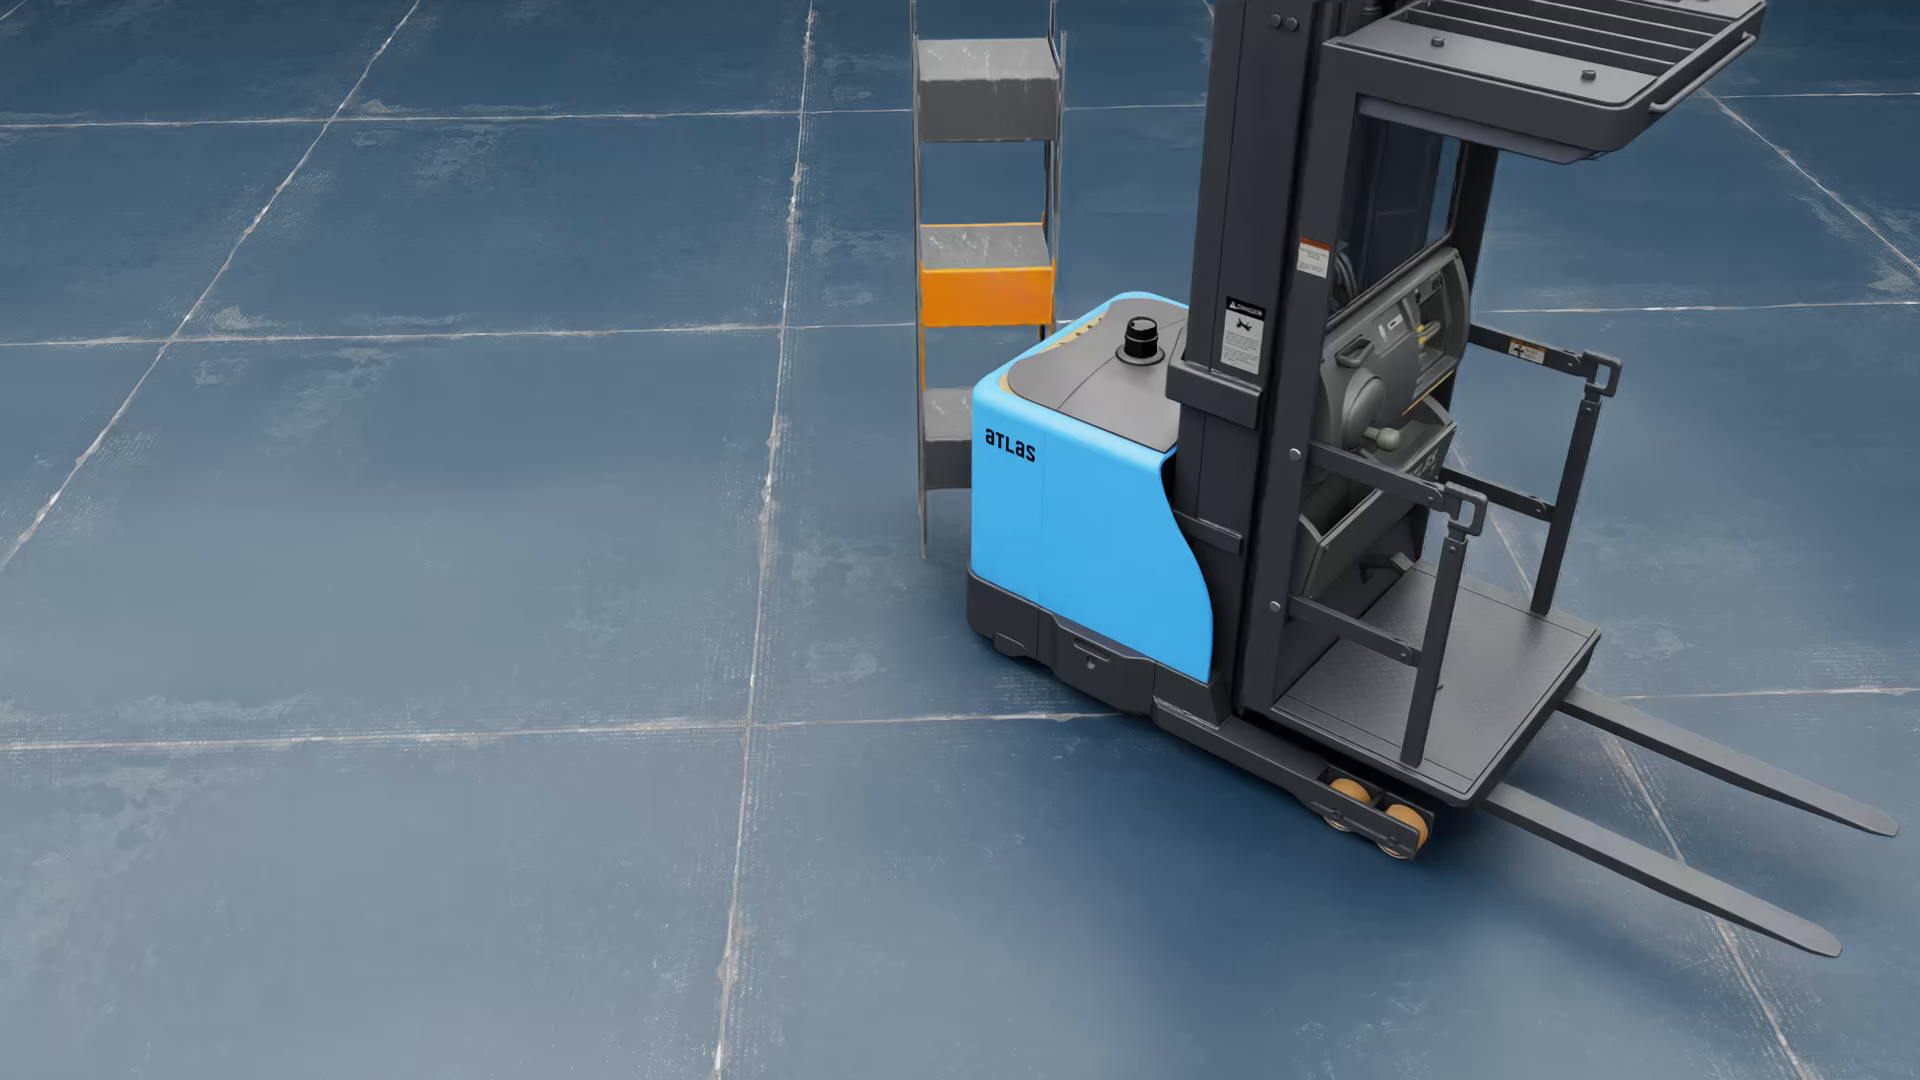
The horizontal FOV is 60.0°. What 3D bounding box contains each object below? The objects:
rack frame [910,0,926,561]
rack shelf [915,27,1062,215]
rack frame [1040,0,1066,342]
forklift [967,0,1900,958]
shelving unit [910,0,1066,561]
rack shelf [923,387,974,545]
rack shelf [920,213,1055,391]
[{"bbox_3d":[-0.155,-0.895,6.198,0.015,2.100,0.400,-2,35,-2],"label":"rack frame"},{"bbox_3d":[0.089,-1.467,5.818,0.480,0.518,0.431,-2,35,-2],"label":"rack shelf"},{"bbox_3d":[0.332,-0.909,6.219,0.015,2.100,0.400,-2,35,-2],"label":"rack frame"},{"bbox_3d":[1.491,-0.538,4.951,3.031,2.935,1.130,25,42,31],"label":"forklift"},{"bbox_3d":[0.089,-0.902,6.209,0.503,2.100,0.431,-2,35,-2],"label":"shelving unit"},{"bbox_3d":[0.089,-0.315,6.615,0.480,0.518,0.431,-2,35,-2],"label":"rack shelf"},{"bbox_3d":[0.089,-0.891,6.216,0.480,0.518,0.431,-2,35,-2],"label":"rack shelf"}]
